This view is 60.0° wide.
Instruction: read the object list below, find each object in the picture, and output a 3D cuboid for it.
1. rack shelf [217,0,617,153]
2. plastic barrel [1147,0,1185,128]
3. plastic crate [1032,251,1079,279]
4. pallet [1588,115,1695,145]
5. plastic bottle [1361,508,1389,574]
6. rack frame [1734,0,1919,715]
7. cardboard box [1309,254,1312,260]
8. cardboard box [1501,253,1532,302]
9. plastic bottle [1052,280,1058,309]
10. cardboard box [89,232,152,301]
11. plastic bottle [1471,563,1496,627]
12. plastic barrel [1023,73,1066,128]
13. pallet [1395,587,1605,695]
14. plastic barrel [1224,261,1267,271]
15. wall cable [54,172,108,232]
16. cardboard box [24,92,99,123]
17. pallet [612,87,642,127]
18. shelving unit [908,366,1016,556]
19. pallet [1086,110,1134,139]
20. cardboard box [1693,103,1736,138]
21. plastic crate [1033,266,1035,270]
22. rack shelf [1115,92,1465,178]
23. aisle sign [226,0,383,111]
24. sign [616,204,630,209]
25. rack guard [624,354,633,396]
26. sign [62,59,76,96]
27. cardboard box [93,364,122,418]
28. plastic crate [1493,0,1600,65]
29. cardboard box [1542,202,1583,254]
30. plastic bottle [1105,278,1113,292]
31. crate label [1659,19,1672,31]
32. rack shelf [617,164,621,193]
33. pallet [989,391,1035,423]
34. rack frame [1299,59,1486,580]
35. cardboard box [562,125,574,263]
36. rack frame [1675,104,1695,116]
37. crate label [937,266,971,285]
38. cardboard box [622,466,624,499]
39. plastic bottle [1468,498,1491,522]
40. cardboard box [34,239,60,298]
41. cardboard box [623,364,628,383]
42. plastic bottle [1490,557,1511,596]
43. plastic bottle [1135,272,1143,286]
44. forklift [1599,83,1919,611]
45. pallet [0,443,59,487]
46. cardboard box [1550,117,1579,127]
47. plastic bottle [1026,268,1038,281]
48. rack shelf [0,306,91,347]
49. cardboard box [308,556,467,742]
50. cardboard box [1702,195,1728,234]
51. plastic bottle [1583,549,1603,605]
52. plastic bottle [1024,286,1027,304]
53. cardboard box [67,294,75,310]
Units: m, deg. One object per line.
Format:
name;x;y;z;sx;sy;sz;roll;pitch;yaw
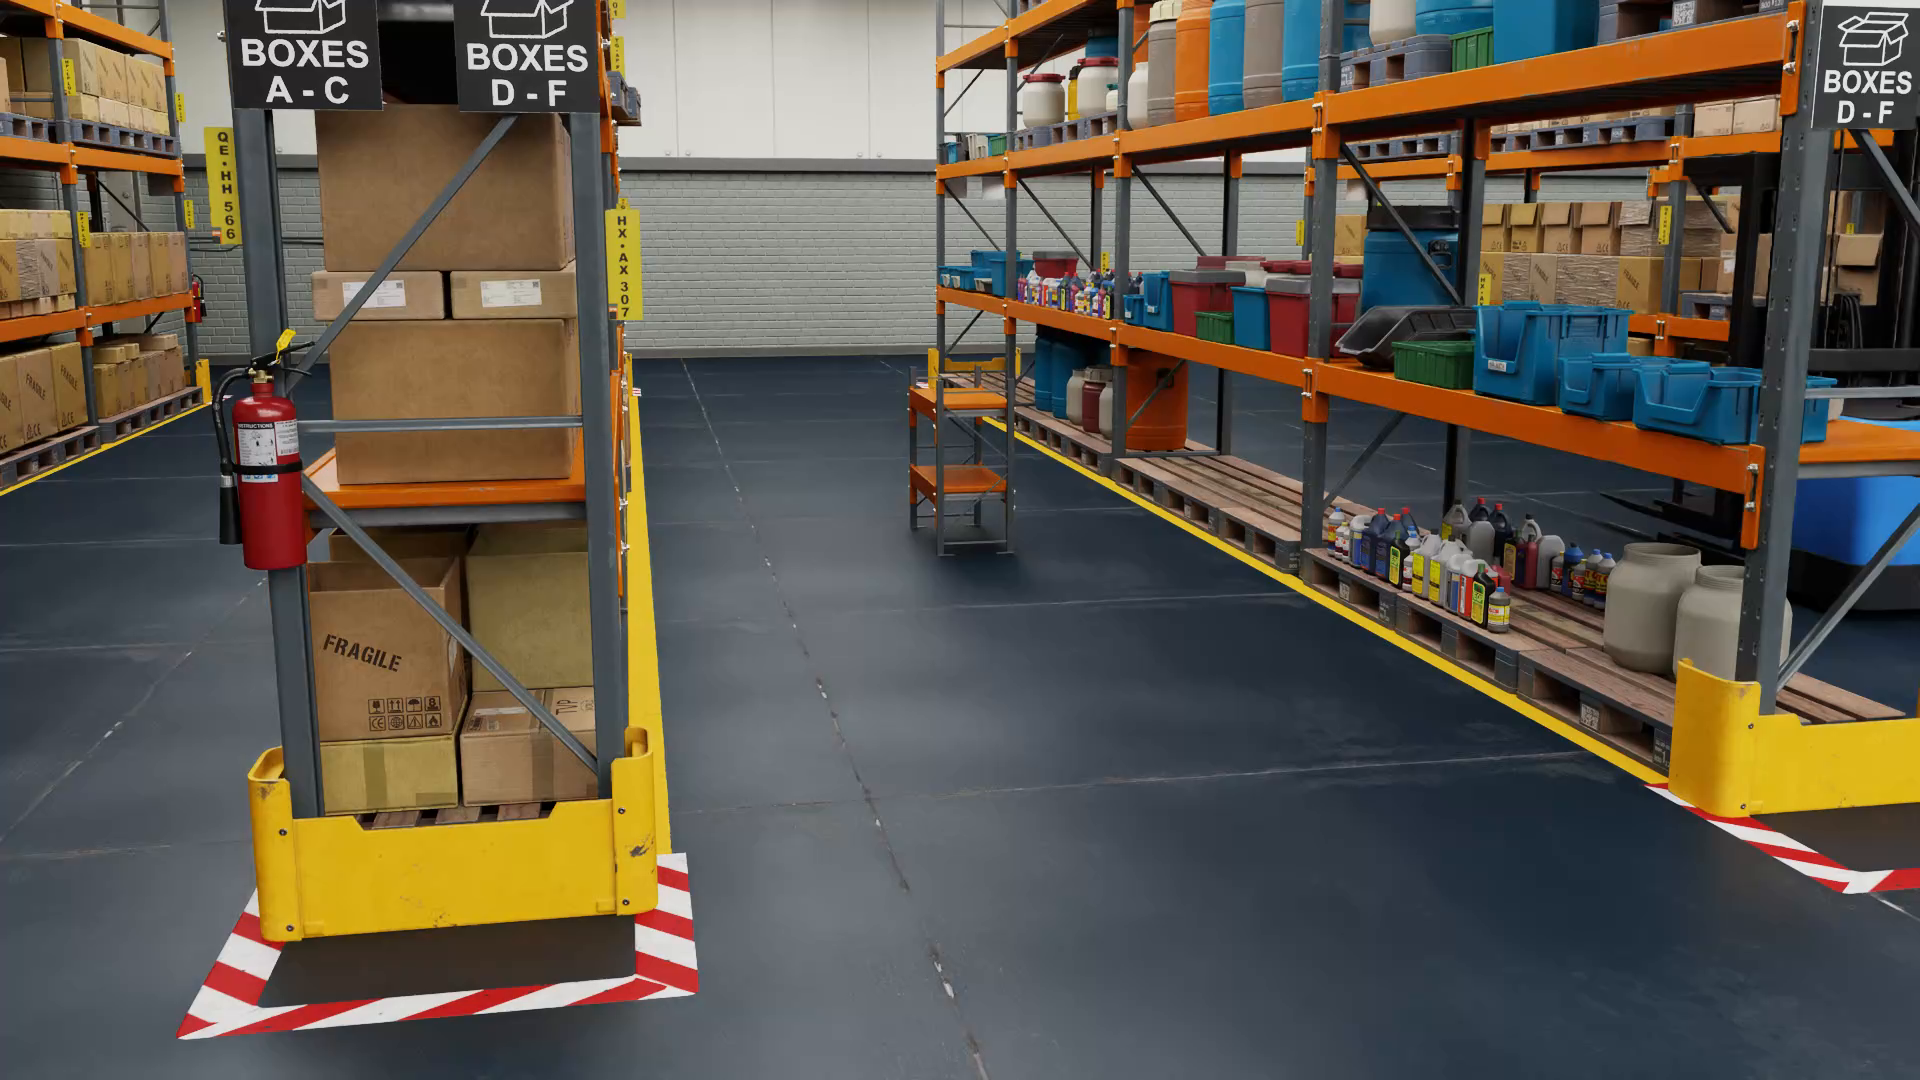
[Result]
rack shelf;-1.935;-1.824;6.656;1.077;0.370;4.000;-2;11;-11
plastic barrel;1.704;-3.545;12.434;0.600;0.901;0.600;0;11;0
plastic crate;1.052;-2.951;18.345;0.402;0.464;0.583;-2;11;-11
pallet;6.439;-3.660;14.888;1.213;0.211;1.003;-2;11;-8
plastic bottle;2.286;-0.001;9.089;0.144;0.351;0.185;-2;11;-9
rack frame;3.314;-0.516;5.885;1.000;3.000;0.127;-2;11;-11
cardboard box;4.889;-3.605;21.721;0.500;0.250;0.500;-2;11;-13
cardboard box;5.878;-2.669;16.928;0.500;0.500;0.500;-2;11;-12
plastic bottle;0.917;-2.320;15.709;0.097;0.271;0.097;0;11;0
cardboard box;-9.115;-2.871;17.457;0.980;0.700;0.700;-3;11;-14
plastic bottle;2.486;0.261;7.893;0.061;0.283;0.133;-2;11;-10
plastic barrel;0.836;-4.358;16.561;0.433;0.535;0.433;0;11;0
pallet;2.866;0.469;8.167;1.003;0.211;1.213;-2;11;-11
plastic barrel;2.167;-1.857;12.633;0.421;0.512;0.421;0;11;0
wall cable;-10.693;-3.790;20.368;0.084;1.984;1.851;-2;11;-11
cardboard box;-8.614;-4.148;15.957;0.500;0.250;0.500;-2;11;-11
pallet;-2.882;-3.063;11.752;1.213;0.211;1.003;-2;11;-8
shelving unit;-0.001;-0.554;11.098;0.538;1.125;1.048;-2;11;-11
pallet;1.705;-3.508;14.087;1.003;0.211;1.213;-2;11;-11
cardboard box;6.458;-3.468;13.772;0.500;0.250;0.500;-2;11;-10
plastic crate;0.863;-2.975;18.960;0.437;0.282;0.530;-2;11;-11
rack shelf;2.147;-2.737;11.454;1.077;0.370;4.000;-2;11;-11
aisle sign;-1.821;-1.591;4.580;0.394;0.787;0.004;-2;11;-11
sign;-2.558;-2.393;12.652;0.100;0.325;0.005;-2;11;-11
rack guard;-4.643;-2.029;20.521;1.175;0.500;0.348;-2;11;-11
sign;-8.208;-4.260;15.310;0.100;0.325;0.005;-2;11;-11
cardboard box;-8.783;-1.476;16.490;0.700;0.500;0.500;-2;11;-10
plastic crate;2.647;-2.320;7.386;0.392;0.384;0.575;-2;11;-11
cardboard box;6.229;-3.082;16.418;0.797;0.503;0.637;-2;11;-9
plastic bottle;1.450;-2.401;16.133;0.097;0.271;0.097;0;11;0
crate label;3.274;-2.272;7.485;0.502;0.251;0.408;-2;11;-11
rack shelf;-4.269;-4.024;18.220;1.077;0.370;4.000;-2;11;-11
pallet;0.799;-1.480;18.410;1.003;0.211;1.213;-2;11;-11
rack frame;2.536;-1.250;9.740;1.000;3.000;0.127;-2;11;-11
cardboard box;-1.841;-1.307;6.306;0.700;0.500;0.500;-2;11;-11
rack frame;6.616;-5.110;13.979;1.000;3.000;0.127;-2;11;-11
crate label;-0.073;-3.340;21.012;0.416;0.233;0.303;-2;11;-11
cardboard box;-2.160;-0.286;9.408;0.500;0.311;0.500;-2;11;-11
plastic bottle;2.944;-0.057;9.381;0.144;0.351;0.185;-2;11;-13
cardboard box;-8.292;-2.393;14.630;0.500;0.500;0.500;-2;11;-11
cardboard box;-3.503;-1.446;16.277;0.500;0.500;0.500;-2;11;-11
plastic bottle;2.609;0.230;8.053;0.061;0.283;0.133;-2;11;-11
plastic bottle;1.694;-2.334;15.568;0.144;0.351;0.185;-2;11;-11
forklift;5.058;-1.285;10.107;1.130;2.935;3.031;-1;11;-8
pallet;-8.273;-0.624;13.909;1.003;0.211;1.213;-2;11;-11
cardboard box;6.198;-4.268;16.175;0.797;0.503;0.637;-2;11;-12
plastic bottle;0.738;-2.609;17.013;0.144;0.351;0.185;-2;11;-11
rack shelf;-8.349;-1.636;13.696;1.077;0.370;4.000;-2;11;-11
cardboard box;-1.942;0.352;5.550;0.500;0.500;0.500;-2;11;-11
cardboard box;9.956;-4.198;21.495;0.500;0.500;0.500;-2;11;-12
plastic bottle;3.181;0.183;8.332;0.097;0.271;0.097;0;11;0
plastic bottle;0.699;-2.492;16.796;0.097;0.201;0.097;0;11;0
cardboard box;-8.395;-2.191;15.305;0.380;0.149;0.250;-2;11;-10
